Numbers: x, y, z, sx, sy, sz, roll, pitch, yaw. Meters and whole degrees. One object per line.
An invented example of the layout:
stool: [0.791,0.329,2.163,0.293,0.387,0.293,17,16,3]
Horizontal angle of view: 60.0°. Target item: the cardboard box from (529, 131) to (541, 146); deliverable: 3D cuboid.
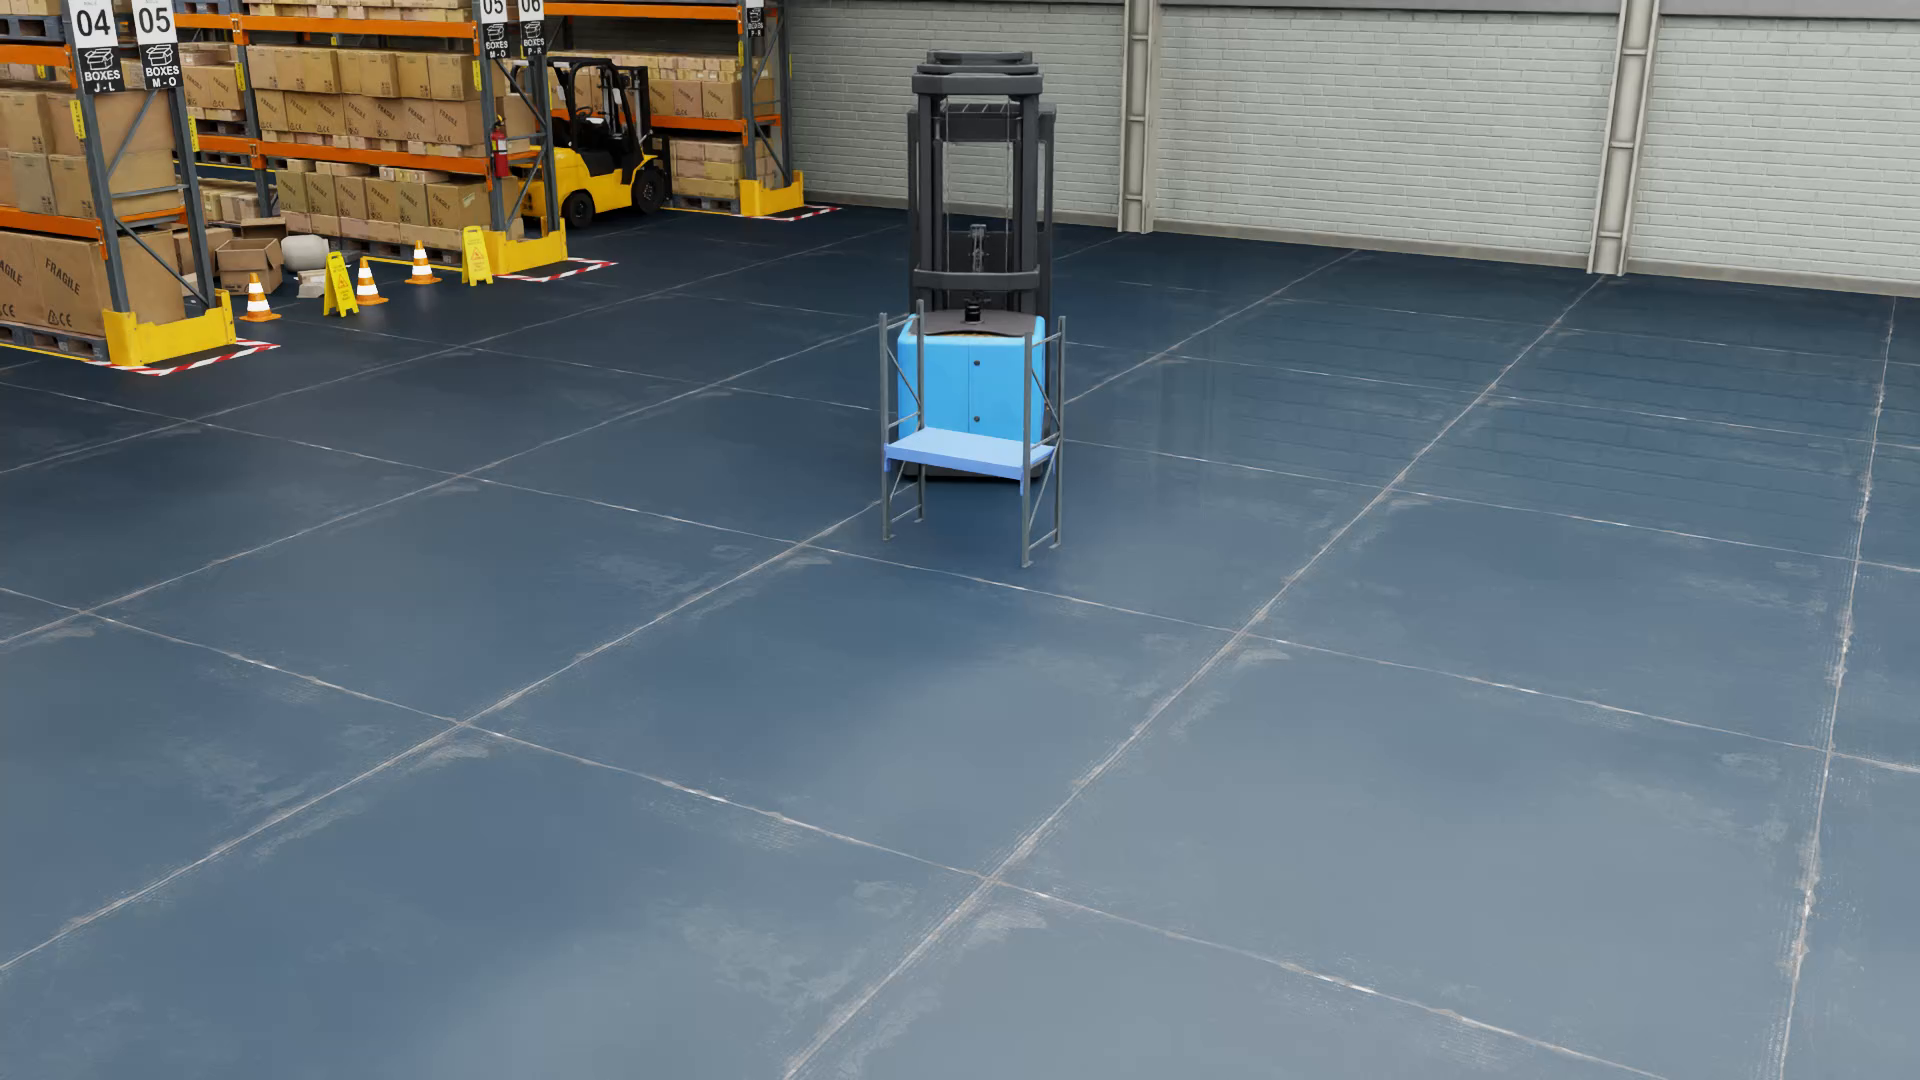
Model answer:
cardboard box: [-6.672,-5.992,25.852,0.625,0.625,0.875,12,23,30]

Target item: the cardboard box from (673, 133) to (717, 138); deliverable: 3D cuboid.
cardboard box: [-3.915,-5.842,24.521,0.500,0.250,0.500,11,22,27]

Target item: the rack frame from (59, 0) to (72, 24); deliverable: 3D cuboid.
rack frame: [-7.462,-6.014,14.247,0.127,3.000,1.000,11,23,27]

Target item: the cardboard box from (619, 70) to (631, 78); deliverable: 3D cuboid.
cardboard box: [-4.721,-6.785,24.073,0.250,0.149,0.380,10,22,26]

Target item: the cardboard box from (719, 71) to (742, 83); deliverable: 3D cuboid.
cardboard box: [-3.158,-6.489,23.256,0.250,0.149,0.380,11,23,28]

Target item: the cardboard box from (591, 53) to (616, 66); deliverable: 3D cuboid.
cardboard box: [-5.163,-7.013,24.266,0.250,0.149,0.380,10,22,26]

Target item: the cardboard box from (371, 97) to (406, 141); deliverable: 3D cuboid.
cardboard box: [-6.614,-5.048,19.800,0.500,0.500,0.500,11,23,27]

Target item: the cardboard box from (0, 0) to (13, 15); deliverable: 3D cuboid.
cardboard box: [-8.362,-4.769,14.821,0.250,0.149,0.380,11,23,28]

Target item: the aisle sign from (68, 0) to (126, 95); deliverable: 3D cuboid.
aisle sign: [-7.546,-4.315,14.548,0.004,0.787,0.394,11,23,27]

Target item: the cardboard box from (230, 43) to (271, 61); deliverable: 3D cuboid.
cardboard box: [-11.744,-8.039,27.865,0.500,0.500,0.700,11,23,27]

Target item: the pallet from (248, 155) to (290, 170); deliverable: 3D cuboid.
pallet: [-11.397,-6.520,28.531,1.213,0.211,1.003,11,23,27]

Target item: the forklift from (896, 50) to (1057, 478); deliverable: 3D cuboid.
forklift: [0.173,-2.279,12.849,1.130,2.935,3.031,1,20,4]

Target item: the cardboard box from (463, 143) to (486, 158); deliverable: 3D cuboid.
cardboard box: [-5.567,-4.564,19.418,0.250,0.149,0.380,12,23,29]

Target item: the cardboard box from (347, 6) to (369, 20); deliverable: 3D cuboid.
cardboard box: [-6.947,-6.194,19.512,0.250,0.149,0.380,10,22,27]

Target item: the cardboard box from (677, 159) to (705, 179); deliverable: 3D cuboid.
cardboard box: [-3.729,-5.377,23.972,0.500,0.250,0.500,11,22,27]

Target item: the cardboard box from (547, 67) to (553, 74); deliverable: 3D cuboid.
cardboard box: [-6.061,-7.048,24.799,0.250,0.149,0.380,10,22,26]

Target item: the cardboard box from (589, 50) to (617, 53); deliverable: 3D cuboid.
cardboard box: [-5.348,-7.262,24.952,0.250,0.149,0.380,11,22,27]

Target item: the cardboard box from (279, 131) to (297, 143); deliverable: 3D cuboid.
cardboard box: [-8.264,-5.057,20.775,0.250,0.149,0.380,12,23,29]

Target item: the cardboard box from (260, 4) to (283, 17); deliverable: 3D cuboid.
cardboard box: [-8.276,-6.455,20.232,0.250,0.149,0.380,11,23,27]

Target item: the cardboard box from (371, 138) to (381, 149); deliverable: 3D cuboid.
cardboard box: [-6.892,-4.824,20.135,0.250,0.149,0.380,11,23,27]

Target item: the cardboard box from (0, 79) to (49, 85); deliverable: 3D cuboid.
cardboard box: [-9.241,-4.092,15.943,0.500,0.550,0.875,11,23,27]

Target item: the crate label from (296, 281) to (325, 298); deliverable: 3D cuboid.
crate label: [-7.102,-2.751,18.248,0.298,0.136,0.250,0,20,-1]

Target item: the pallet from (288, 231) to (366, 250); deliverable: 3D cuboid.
pallet: [-8.025,-3.937,21.410,1.213,0.211,1.003,11,23,27]

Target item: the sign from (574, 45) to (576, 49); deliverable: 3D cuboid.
sign: [-5.942,-7.437,25.583,0.005,0.325,0.100,11,23,27]

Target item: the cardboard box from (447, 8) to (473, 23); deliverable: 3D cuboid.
cardboard box: [-5.584,-5.952,18.845,0.250,0.149,0.380,11,23,28]

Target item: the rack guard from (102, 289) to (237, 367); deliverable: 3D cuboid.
rack guard: [-7.441,-2.015,15.686,0.348,0.500,1.175,11,23,27]

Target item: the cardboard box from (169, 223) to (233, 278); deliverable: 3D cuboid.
cardboard box: [-8.725,-3.266,18.931,0.503,0.637,0.797,11,23,27]

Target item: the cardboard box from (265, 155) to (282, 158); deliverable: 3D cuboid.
cardboard box: [-11.529,-6.775,28.193,0.500,0.500,0.500,10,22,25]

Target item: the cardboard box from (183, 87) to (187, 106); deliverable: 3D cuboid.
cardboard box: [-10.025,-5.912,21.565,0.500,0.500,0.500,12,23,29]

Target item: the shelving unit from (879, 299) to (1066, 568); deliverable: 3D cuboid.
shelving unit: [0.074,-0.691,10.570,1.048,1.500,0.538,11,23,27]

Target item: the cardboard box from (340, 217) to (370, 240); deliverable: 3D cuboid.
cardboard box: [-7.309,-3.903,20.642,0.500,0.250,0.500,10,22,27]

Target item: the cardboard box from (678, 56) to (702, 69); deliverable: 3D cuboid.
cardboard box: [-3.787,-6.782,23.628,0.250,0.149,0.380,11,23,28]

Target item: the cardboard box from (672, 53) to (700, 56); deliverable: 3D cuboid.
cardboard box: [-3.989,-7.022,24.290,0.250,0.149,0.380,10,22,26]

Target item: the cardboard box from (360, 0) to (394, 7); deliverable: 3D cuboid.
cardboard box: [-6.608,-6.337,19.321,0.500,0.250,0.500,12,23,29]

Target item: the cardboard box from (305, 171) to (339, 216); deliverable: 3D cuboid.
cardboard box: [-7.772,-4.343,20.755,0.500,0.500,0.500,12,23,29]

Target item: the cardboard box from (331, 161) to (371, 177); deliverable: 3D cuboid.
cardboard box: [-7.479,-4.566,20.418,0.250,0.149,0.380,12,23,30]

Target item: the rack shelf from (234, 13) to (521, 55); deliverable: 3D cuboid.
rack shelf: [-6.882,-6.089,19.907,4.000,0.370,1.077,11,23,27]

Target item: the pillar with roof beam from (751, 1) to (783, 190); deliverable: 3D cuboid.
pillar with roof beam: [-4.987,-8.085,19.957,0.400,9.000,9.100,11,23,27]

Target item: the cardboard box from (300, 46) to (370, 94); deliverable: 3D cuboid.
cardboard box: [-7.490,-5.685,20.090,0.500,0.500,0.700,10,22,26]

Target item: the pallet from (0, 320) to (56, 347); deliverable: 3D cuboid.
pallet: [-9.259,-2.196,16.609,1.213,0.211,1.003,11,23,27]

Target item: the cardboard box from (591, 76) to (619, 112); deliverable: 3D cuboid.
cardboard box: [-5.045,-6.557,24.397,0.500,0.500,0.500,11,22,27]

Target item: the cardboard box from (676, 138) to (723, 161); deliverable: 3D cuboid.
cardboard box: [-3.722,-5.604,23.866,0.500,0.250,0.500,11,23,28]

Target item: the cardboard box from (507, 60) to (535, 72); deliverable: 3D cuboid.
cardboard box: [-6.617,-7.170,25.135,0.250,0.149,0.380,12,23,29]

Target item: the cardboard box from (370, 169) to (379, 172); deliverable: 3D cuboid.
cardboard box: [-7.090,-4.420,20.967,0.500,0.500,0.500,12,23,30]

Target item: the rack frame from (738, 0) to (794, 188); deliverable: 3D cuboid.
rack frame: [-2.719,-6.162,23.455,0.127,3.000,1.000,11,23,27]

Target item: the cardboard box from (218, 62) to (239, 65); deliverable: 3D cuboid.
cardboard box: [-9.335,-5.980,21.753,0.500,0.500,0.500,11,23,27]

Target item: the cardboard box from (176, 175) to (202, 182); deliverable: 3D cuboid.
cardboard box: [-10.984,-4.759,22.824,0.625,0.372,0.950,10,22,26]

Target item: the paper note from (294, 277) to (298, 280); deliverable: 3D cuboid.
paper note: [-7.601,-3.033,19.200,0.148,0.019,0.142,-16,26,-38]

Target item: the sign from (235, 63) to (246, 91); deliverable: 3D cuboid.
sign: [-8.896,-5.728,20.558,0.005,0.325,0.100,11,23,27]

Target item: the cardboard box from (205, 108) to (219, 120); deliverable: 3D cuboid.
cardboard box: [-9.434,-5.481,21.329,0.250,0.149,0.380,10,22,26]

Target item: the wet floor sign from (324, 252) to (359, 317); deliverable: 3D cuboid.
wet floor sign: [-6.471,-2.671,17.284,0.232,0.644,0.267,7,21,18]
